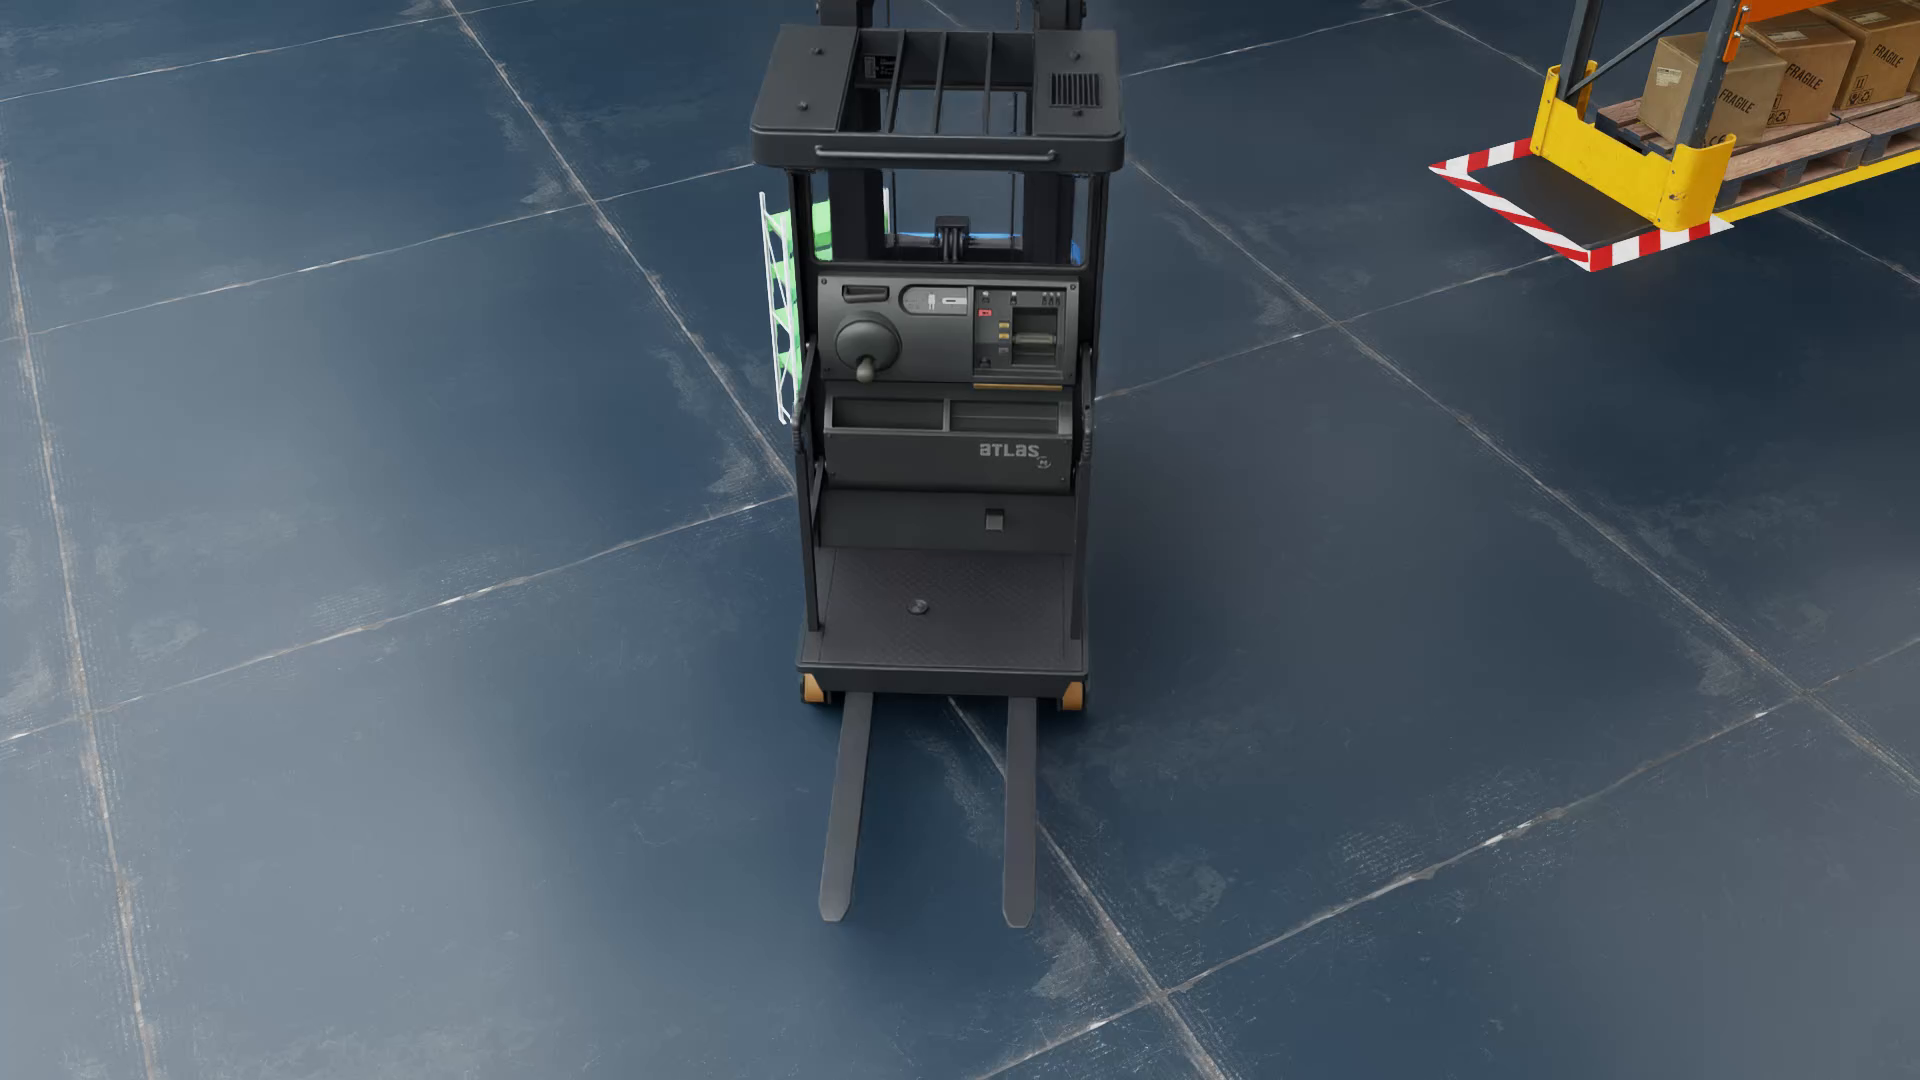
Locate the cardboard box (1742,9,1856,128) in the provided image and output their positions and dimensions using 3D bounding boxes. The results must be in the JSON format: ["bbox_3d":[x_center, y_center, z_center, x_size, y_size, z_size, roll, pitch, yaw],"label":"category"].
[{"bbox_3d":[4.845,-2.793,9.837,0.500,0.500,0.500,-8,41,-9],"label":"cardboard box"}]

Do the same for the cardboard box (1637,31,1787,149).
[{"bbox_3d":[4.331,-2.594,9.603,0.500,0.500,0.500,-11,41,-13],"label":"cardboard box"}]

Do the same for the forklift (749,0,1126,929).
[{"bbox_3d":[-0.049,-0.672,5.775,1.130,2.935,3.031,2,40,2],"label":"forklift"}]

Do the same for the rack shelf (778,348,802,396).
[{"bbox_3d":[-0.585,-0.814,7.754,0.480,0.148,0.258,-20,44,-22],"label":"rack shelf"}]

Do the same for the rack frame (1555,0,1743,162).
[{"bbox_3d":[3.769,-3.212,8.722,0.127,3.000,1.000,-19,44,-21],"label":"rack frame"}]

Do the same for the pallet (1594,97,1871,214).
[{"bbox_3d":[4.574,-2.392,9.913,1.213,0.211,1.003,-19,44,-21],"label":"pallet"}]

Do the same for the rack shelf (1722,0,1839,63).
[{"bbox_3d":[5.543,-3.534,9.660,4.000,0.370,1.077,-19,44,-21],"label":"rack shelf"}]

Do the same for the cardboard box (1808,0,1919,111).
[{"bbox_3d":[5.409,-2.969,10.045,0.500,0.500,0.500,-15,42,-17],"label":"cardboard box"}]

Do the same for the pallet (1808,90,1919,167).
[{"bbox_3d":[5.654,-2.754,10.340,1.213,0.211,1.003,-19,44,-21],"label":"pallet"}]

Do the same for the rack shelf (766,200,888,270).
[{"bbox_3d":[-0.585,-1.364,7.289,0.480,0.148,0.258,-20,44,-22],"label":"rack shelf"}]

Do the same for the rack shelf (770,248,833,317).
[{"bbox_3d":[-0.585,-1.181,7.444,0.480,0.148,0.258,-20,44,-22],"label":"rack shelf"}]

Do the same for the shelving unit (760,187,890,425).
[{"bbox_3d":[-0.585,-1.046,7.557,0.503,1.200,0.258,-20,44,-22],"label":"shelving unit"}]

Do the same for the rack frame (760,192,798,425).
[{"bbox_3d":[-0.799,-0.970,7.468,0.015,1.200,0.240,-20,44,-22],"label":"rack frame"}]

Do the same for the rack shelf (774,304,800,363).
[{"bbox_3d":[-0.585,-0.998,7.599,0.480,0.148,0.258,-20,44,-22],"label":"rack shelf"}]

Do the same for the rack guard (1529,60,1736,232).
[{"bbox_3d":[3.837,-2.280,9.557,0.348,0.500,1.175,-19,44,-21],"label":"rack guard"}]

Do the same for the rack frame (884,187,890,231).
[{"bbox_3d":[-0.371,-1.122,7.647,0.015,1.200,0.240,-20,44,-22],"label":"rack frame"}]

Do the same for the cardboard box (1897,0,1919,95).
[{"bbox_3d":[5.925,-3.109,10.211,0.500,0.500,0.500,-22,45,-24],"label":"cardboard box"}]
